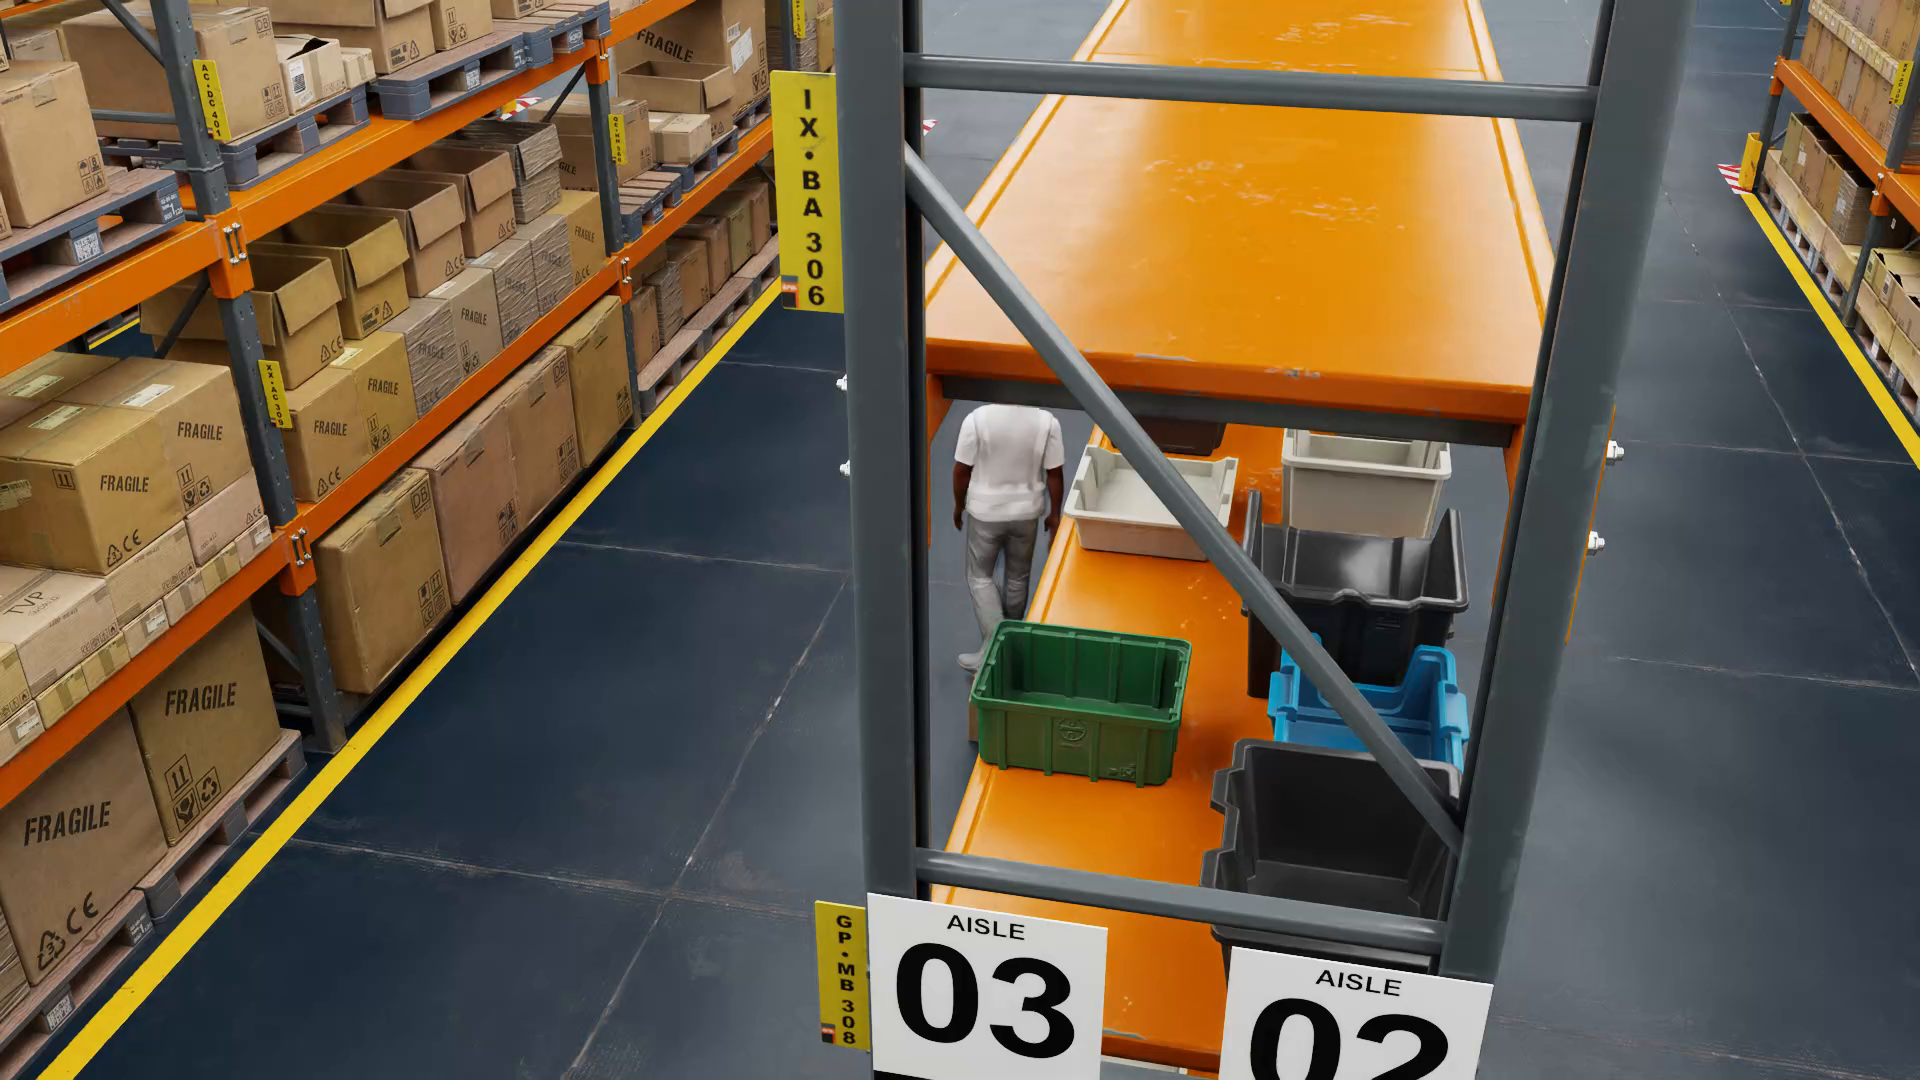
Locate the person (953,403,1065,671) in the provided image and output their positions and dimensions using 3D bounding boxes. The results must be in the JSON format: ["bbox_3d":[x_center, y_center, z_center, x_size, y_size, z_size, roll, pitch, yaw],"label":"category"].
[{"bbox_3d":[0.261,-0.114,8.801,0.589,1.764,0.607,-4,29,-7],"label":"person"}]
